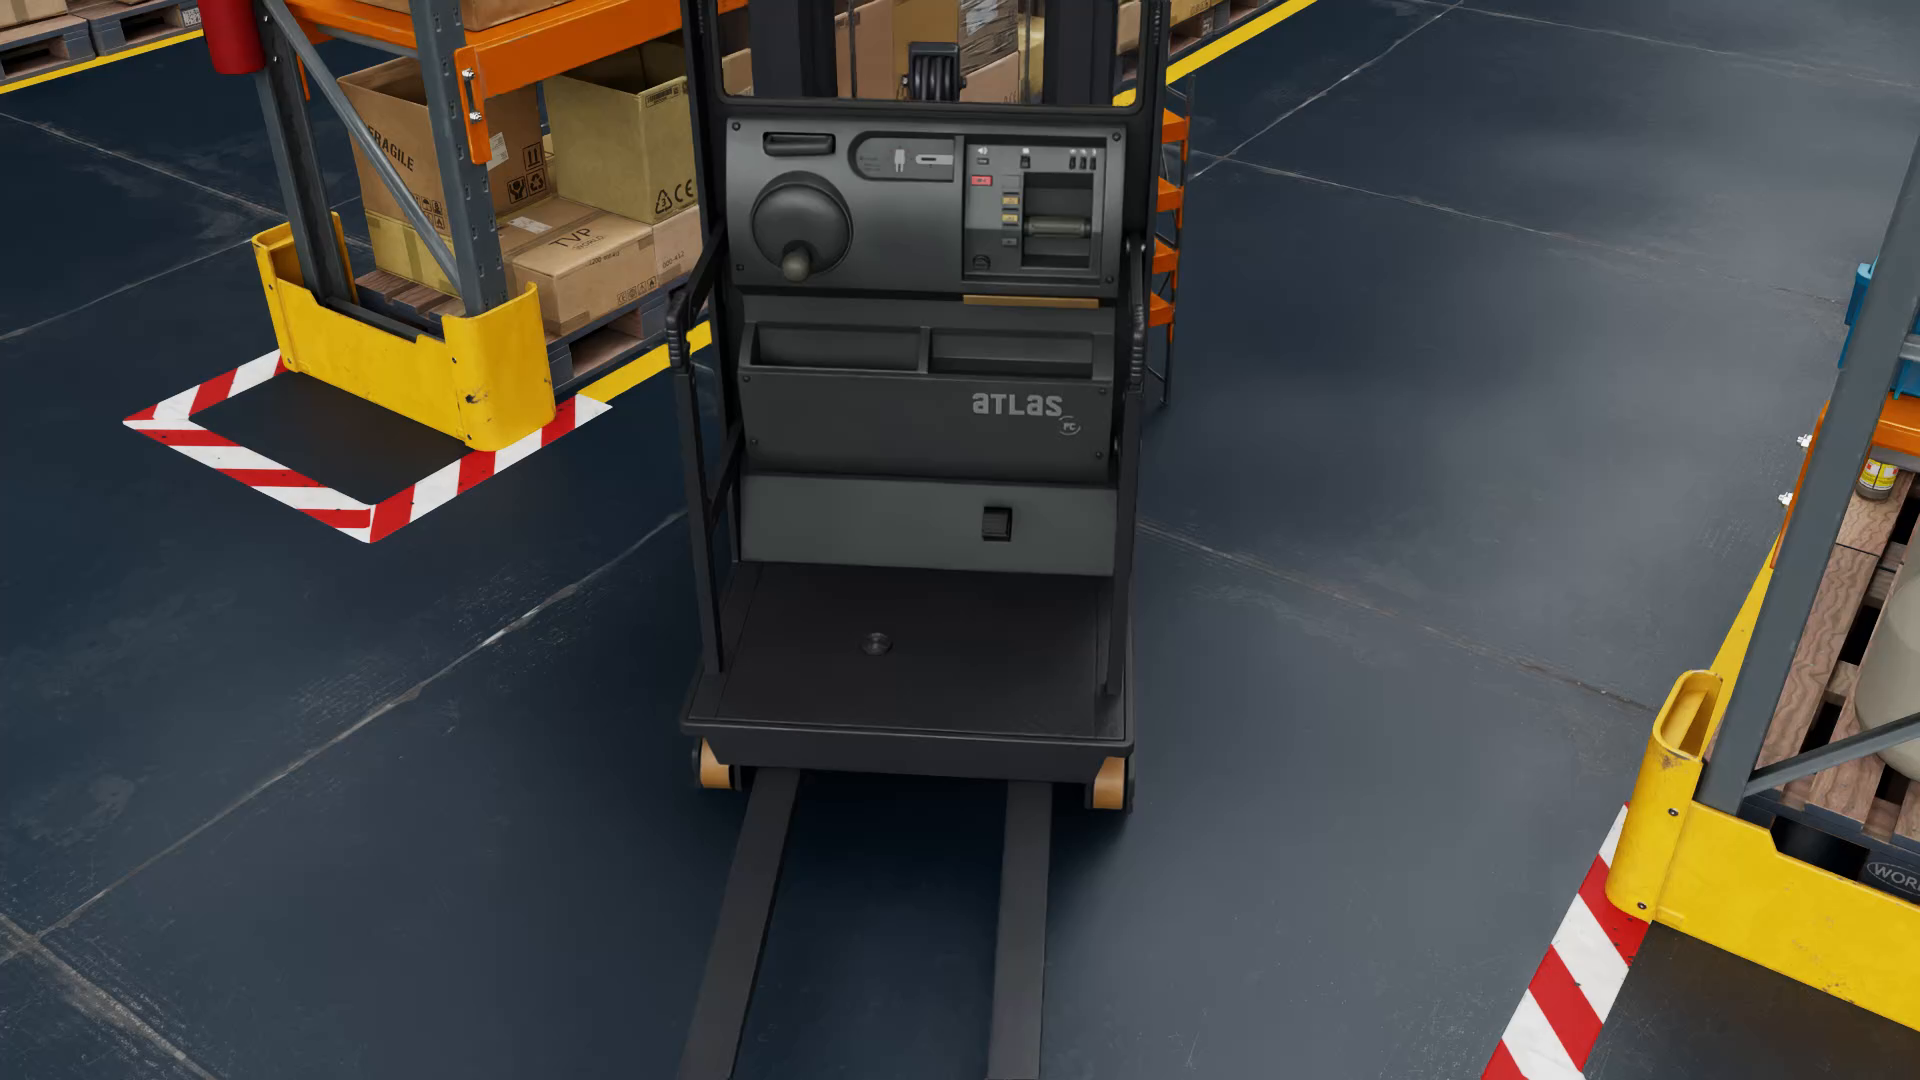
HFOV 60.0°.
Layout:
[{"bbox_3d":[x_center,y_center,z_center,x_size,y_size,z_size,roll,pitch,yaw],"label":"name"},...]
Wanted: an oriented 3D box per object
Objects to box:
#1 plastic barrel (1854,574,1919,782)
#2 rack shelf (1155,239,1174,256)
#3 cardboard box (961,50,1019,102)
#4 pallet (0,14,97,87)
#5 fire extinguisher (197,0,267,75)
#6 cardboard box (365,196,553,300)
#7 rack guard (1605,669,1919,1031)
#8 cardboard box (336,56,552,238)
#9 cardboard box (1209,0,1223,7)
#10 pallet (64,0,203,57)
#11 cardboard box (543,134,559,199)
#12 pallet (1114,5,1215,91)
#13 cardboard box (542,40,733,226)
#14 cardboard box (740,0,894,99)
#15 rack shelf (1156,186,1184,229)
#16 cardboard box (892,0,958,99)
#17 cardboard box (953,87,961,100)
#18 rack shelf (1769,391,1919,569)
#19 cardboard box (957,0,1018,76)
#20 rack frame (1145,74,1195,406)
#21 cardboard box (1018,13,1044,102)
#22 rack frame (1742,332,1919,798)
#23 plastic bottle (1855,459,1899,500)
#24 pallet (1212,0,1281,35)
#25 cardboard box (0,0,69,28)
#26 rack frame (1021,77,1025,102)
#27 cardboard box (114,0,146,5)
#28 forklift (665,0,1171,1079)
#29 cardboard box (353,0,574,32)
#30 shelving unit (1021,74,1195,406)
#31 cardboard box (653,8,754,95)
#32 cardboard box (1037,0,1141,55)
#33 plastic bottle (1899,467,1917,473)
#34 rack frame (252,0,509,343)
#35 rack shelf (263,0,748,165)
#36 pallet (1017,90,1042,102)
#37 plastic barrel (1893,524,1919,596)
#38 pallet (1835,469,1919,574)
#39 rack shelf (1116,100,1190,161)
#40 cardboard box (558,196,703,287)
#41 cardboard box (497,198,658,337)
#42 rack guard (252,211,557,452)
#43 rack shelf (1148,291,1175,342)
[{"bbox_3d":[2.410,0.306,3.966,0.421,0.512,0.421,0,34,0],"label":"plastic barrel"},{"bbox_3d":[0.472,-0.953,5.639,0.457,0.050,0.221,-16,37,-22],"label":"rack shelf"},{"bbox_3d":[-0.067,-2.173,7.865,0.500,0.250,0.500,21,39,28],"label":"cardboard box"},{"bbox_3d":[-5.506,-2.630,8.951,1.003,0.211,1.213,21,39,28],"label":"pallet"},{"bbox_3d":[-2.419,-1.869,5.405,0.296,0.674,0.183,21,39,28],"label":"fire extinguisher"},{"bbox_3d":[-1.906,-1.183,6.402,0.500,0.250,0.500,21,39,28],"label":"cardboard box"},{"bbox_3d":[2.102,0.762,3.677,1.175,0.500,0.348,21,39,28],"label":"rack guard"},{"bbox_3d":[-1.908,-1.495,6.193,0.500,0.500,0.500,21,39,28],"label":"cardboard box"},{"bbox_3d":[1.330,-3.263,9.478,0.500,0.250,0.500,20,39,27],"label":"cardboard box"},{"bbox_3d":[-4.809,-3.189,9.778,1.003,0.211,1.213,21,39,28],"label":"pallet"},{"bbox_3d":[-1.631,-1.417,6.748,0.500,0.250,0.500,21,39,28],"label":"cardboard box"},{"bbox_3d":[0.699,-2.844,9.268,1.003,0.211,1.213,21,39,28],"label":"pallet"},{"bbox_3d":[-1.197,-1.559,6.288,0.500,0.500,0.500,21,39,28],"label":"cardboard box"},{"bbox_3d":[-0.624,-2.018,6.967,0.500,0.500,0.500,21,39,28],"label":"cardboard box"},{"bbox_3d":[0.472,-1.106,5.535,0.480,0.148,0.258,-16,37,-22],"label":"rack shelf"},{"bbox_3d":[-0.350,-2.253,7.314,0.500,0.500,0.500,21,39,28],"label":"cardboard box"},{"bbox_3d":[-0.340,-1.938,7.518,0.500,0.250,0.500,21,39,28],"label":"cardboard box"},{"bbox_3d":[3.238,-0.846,4.465,1.077,0.370,4.000,21,39,28],"label":"rack shelf"},{"bbox_3d":[-0.068,-2.484,7.656,0.500,0.500,0.500,21,39,28],"label":"cardboard box"},{"bbox_3d":[0.689,-1.039,5.715,0.015,1.200,0.240,-16,37,-22],"label":"rack frame"},{"bbox_3d":[0.226,-2.400,8.200,0.500,0.250,0.500,21,39,28],"label":"cardboard box"},{"bbox_3d":[2.100,-0.222,2.901,0.949,2.616,0.053,21,39,28],"label":"rack frame"},{"bbox_3d":[2.785,-0.232,5.020,0.097,0.201,0.097,0,34,0],"label":"plastic bottle"},{"bbox_3d":[1.394,-3.408,10.101,1.003,0.211,1.213,21,39,28],"label":"pallet"},{"bbox_3d":[-5.248,-3.008,9.028,0.500,0.311,0.500,25,41,32],"label":"cardboard box"},{"bbox_3d":[0.255,-0.914,5.531,0.015,1.200,0.240,-16,37,-22],"label":"rack frame"},{"bbox_3d":[-4.788,-3.408,9.451,0.700,0.500,0.500,19,38,25],"label":"cardboard box"},{"bbox_3d":[2.093,-1.556,4.250,5.355,3.703,5.200,2,34,4],"label":"forklift"},{"bbox_3d":[-1.693,-2.059,5.528,0.700,0.500,0.500,21,39,28],"label":"cardboard box"},{"bbox_3d":[0.472,-0.977,5.623,0.503,1.200,0.258,-16,37,-22],"label":"shelving unit"},{"bbox_3d":[-0.923,-1.793,6.635,0.500,0.500,0.500,21,39,28],"label":"cardboard box"},{"bbox_3d":[0.745,-2.789,8.777,0.500,0.250,0.500,20,39,27],"label":"cardboard box"},{"bbox_3d":[2.951,-0.370,5.158,0.152,0.276,0.135,22,40,29],"label":"plastic bottle"},{"bbox_3d":[-1.969,-1.807,5.245,1.000,3.000,0.127,21,39,28],"label":"rack frame"},{"bbox_3d":[-0.829,-2.430,6.807,1.077,0.370,4.000,21,39,28],"label":"rack shelf"},{"bbox_3d":[-0.177,-2.140,8.226,1.003,0.211,1.213,21,39,28],"label":"pallet"},{"bbox_3d":[2.696,0.075,4.307,0.421,0.512,0.421,0,34,0],"label":"plastic barrel"},{"bbox_3d":[3.266,-0.049,5.135,1.003,0.211,1.213,21,39,28],"label":"pallet"},{"bbox_3d":[0.472,-1.302,5.403,0.480,0.148,0.258,-16,37,-22],"label":"rack shelf"},{"bbox_3d":[-1.199,-1.249,6.499,0.500,0.250,0.500,21,39,28],"label":"cardboard box"},{"bbox_3d":[-1.481,-1.018,6.157,0.500,0.250,0.500,21,39,28],"label":"cardboard box"},{"bbox_3d":[-1.983,-0.761,5.928,1.175,0.500,0.348,21,39,28],"label":"rack guard"},{"bbox_3d":[0.472,-0.756,5.771,0.480,0.148,0.258,-16,37,-22],"label":"rack shelf"}]
